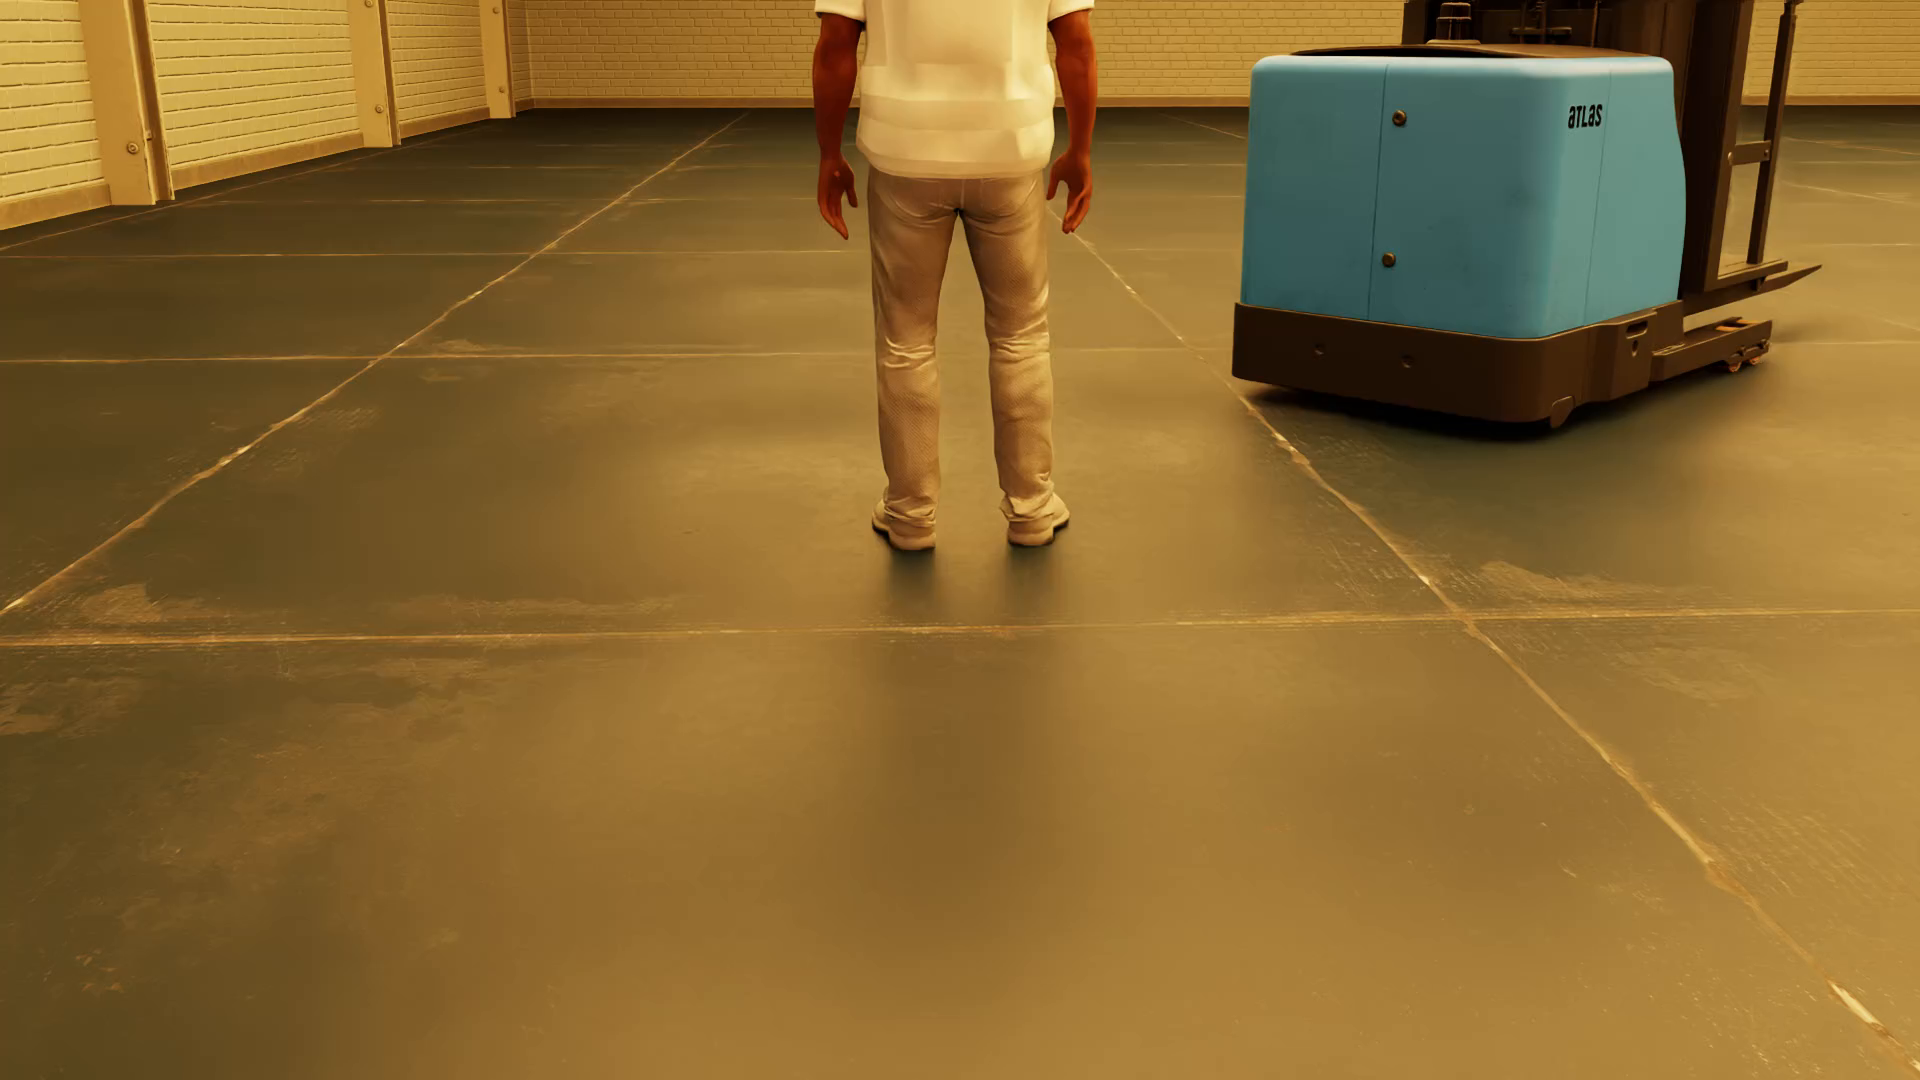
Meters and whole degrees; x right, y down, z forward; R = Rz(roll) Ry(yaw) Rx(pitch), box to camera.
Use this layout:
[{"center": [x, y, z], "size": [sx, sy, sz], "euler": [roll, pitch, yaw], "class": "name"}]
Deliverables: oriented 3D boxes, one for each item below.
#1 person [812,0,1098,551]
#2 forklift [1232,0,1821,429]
[{"center": [-0.010, -0.851, 3.699], "size": [0.626, 1.760, 0.460], "euler": [-1, 17, -5], "class": "person"}, {"center": [2.273, -2.080, 5.708], "size": [1.130, 2.935, 3.031], "euler": [16, 23, 42], "class": "forklift"}]
